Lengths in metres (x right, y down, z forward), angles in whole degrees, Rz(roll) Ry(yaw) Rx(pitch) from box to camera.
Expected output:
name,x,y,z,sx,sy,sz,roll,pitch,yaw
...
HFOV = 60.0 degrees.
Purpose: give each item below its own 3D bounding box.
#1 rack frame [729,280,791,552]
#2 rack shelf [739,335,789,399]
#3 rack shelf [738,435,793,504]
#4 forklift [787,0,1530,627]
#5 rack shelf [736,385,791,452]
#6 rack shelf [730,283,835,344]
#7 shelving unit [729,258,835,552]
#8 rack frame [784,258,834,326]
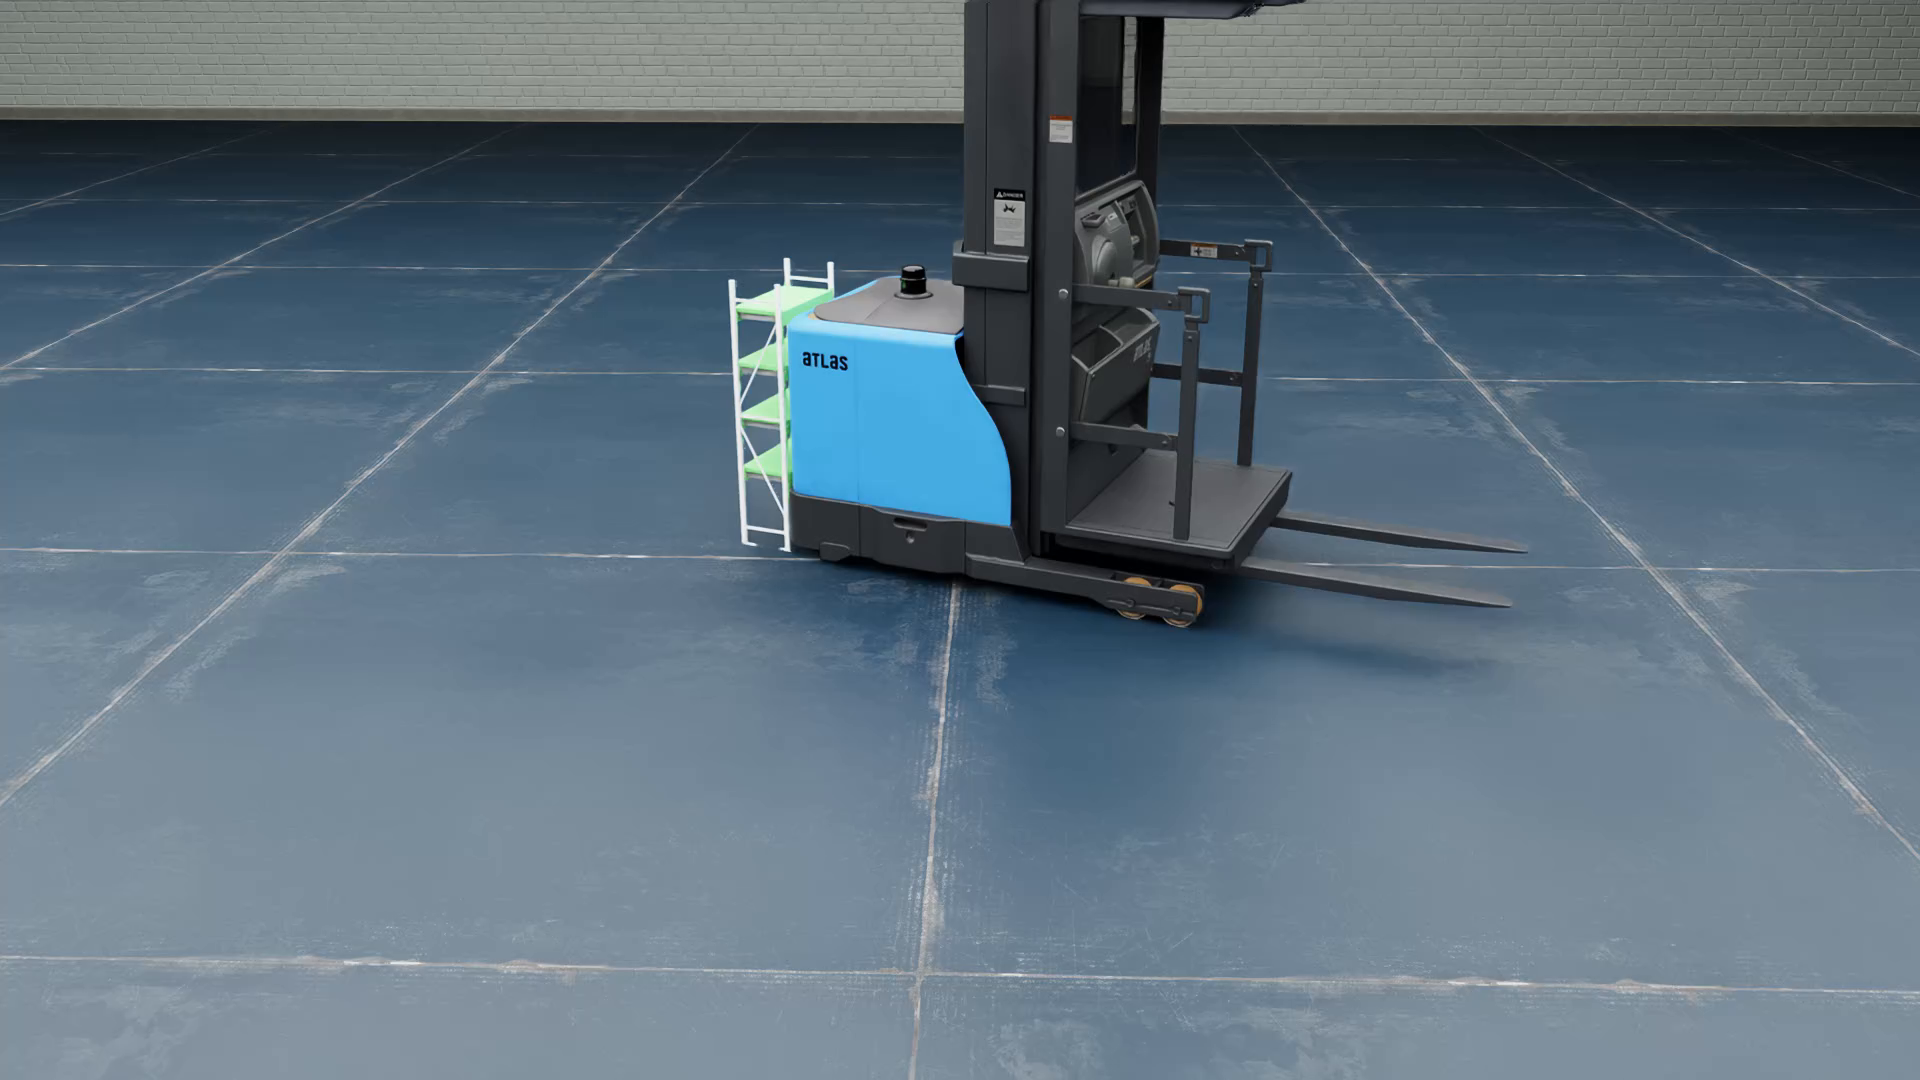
name,x,y,z,sx,sy,sz,roll,pitch,yaw
rack frame,-0.866,-0.527,7.229,0.240,1.200,0.015,9,23,21
rack shelf,-0.771,-0.773,7.375,0.258,0.148,0.480,9,23,21
rack shelf,-0.771,-0.325,7.548,0.258,0.148,0.480,9,23,21
forklift,0.823,-1.237,6.666,3.031,2.935,1.130,9,23,22
rack shelf,-0.771,-0.549,7.461,0.258,0.148,0.480,9,23,21
rack shelf,-0.771,-0.996,7.288,0.258,0.148,0.480,9,23,21
shelving unit,-0.771,-0.608,7.438,0.258,1.200,0.503,9,23,21
rack frame,-0.676,-0.690,7.648,0.240,1.200,0.015,9,23,21
